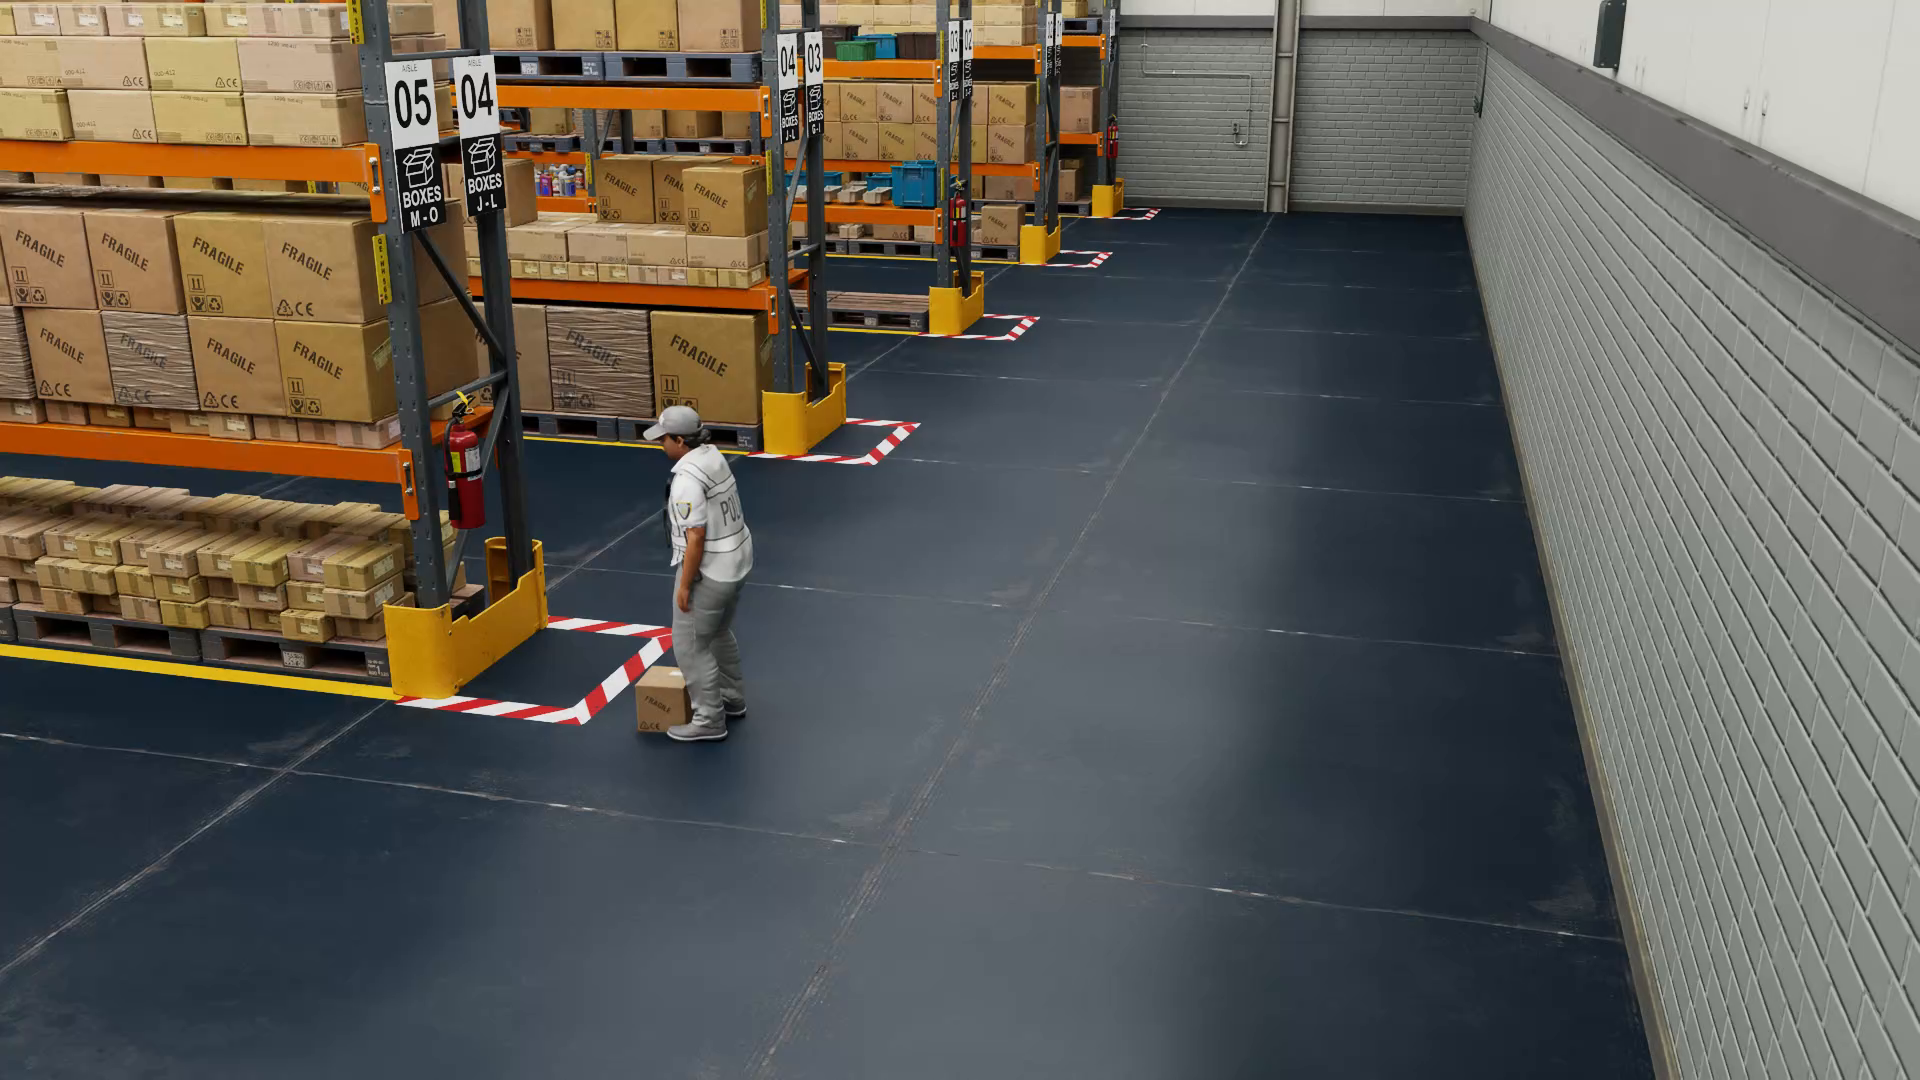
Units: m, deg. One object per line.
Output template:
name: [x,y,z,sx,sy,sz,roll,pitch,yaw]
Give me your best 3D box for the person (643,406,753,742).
person: [-1.258,0.150,8.099,0.469,1.665,0.560,3,19,10]
